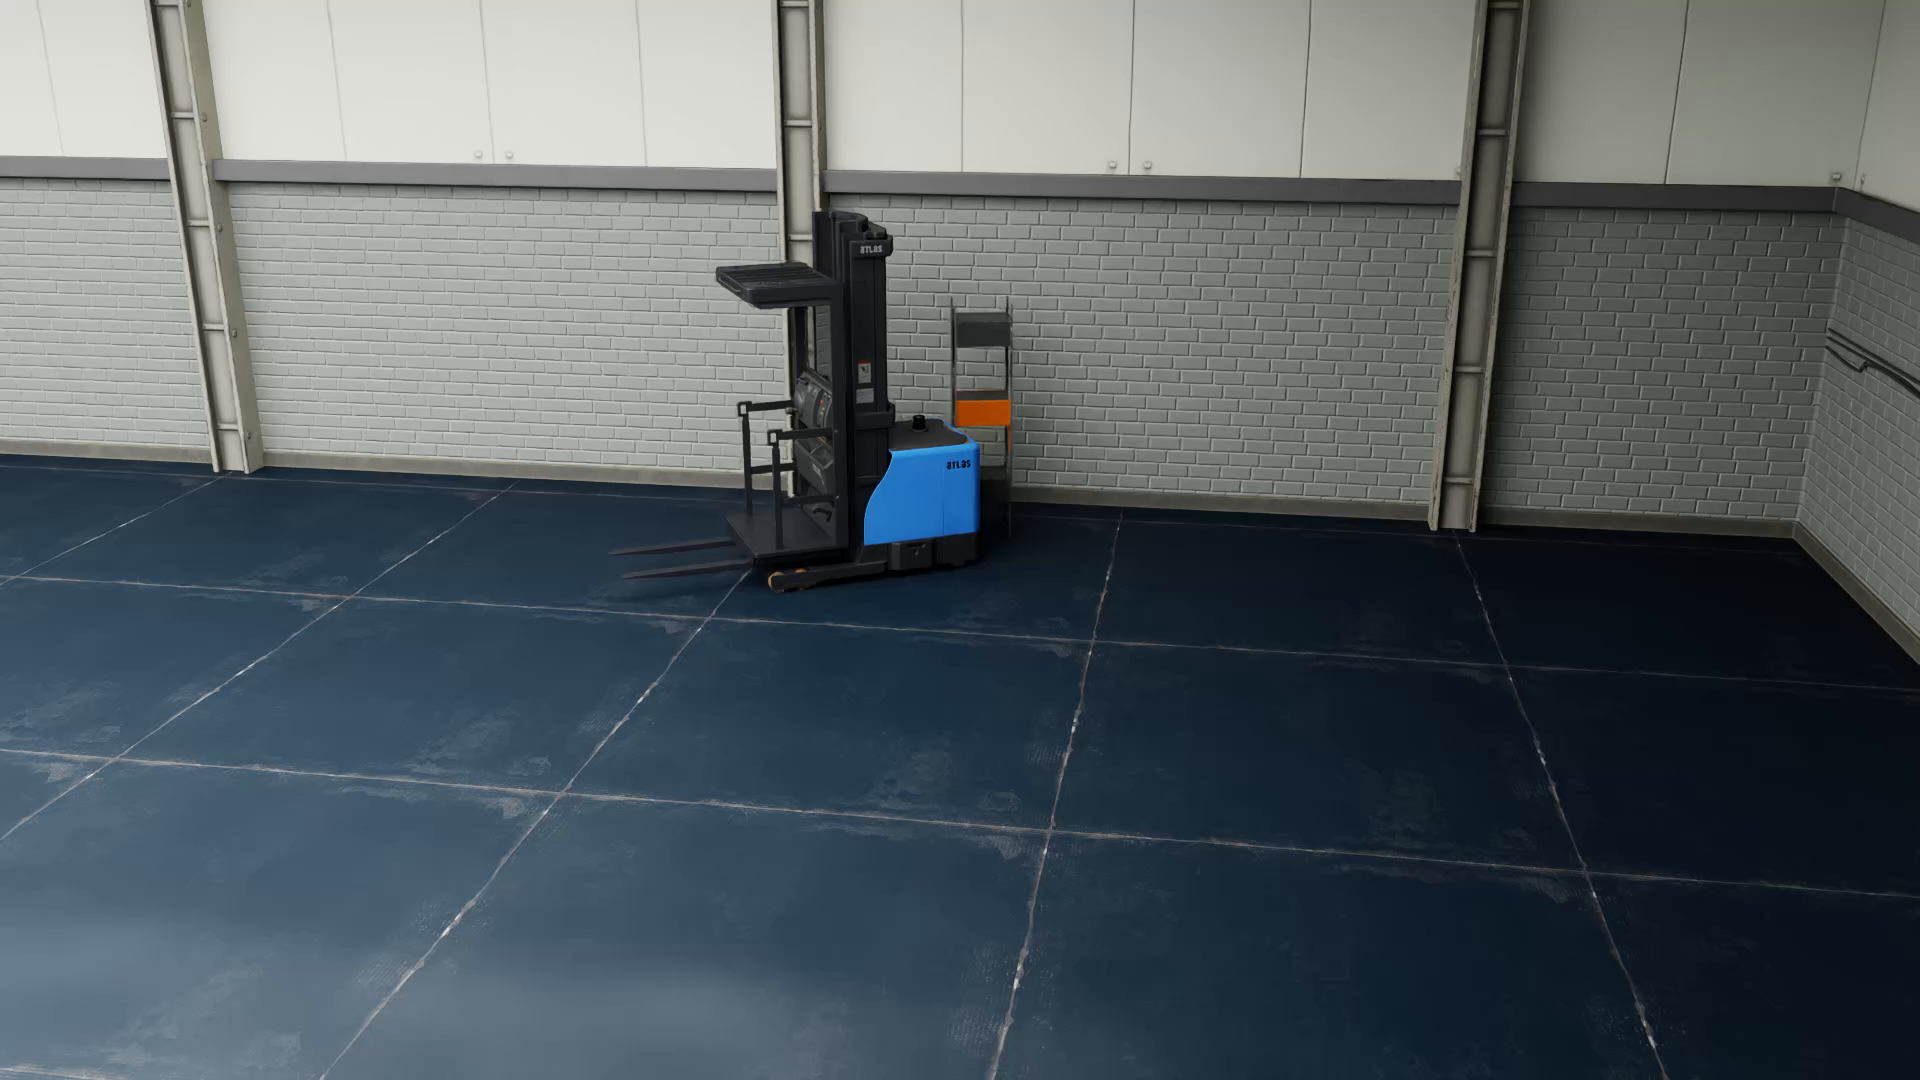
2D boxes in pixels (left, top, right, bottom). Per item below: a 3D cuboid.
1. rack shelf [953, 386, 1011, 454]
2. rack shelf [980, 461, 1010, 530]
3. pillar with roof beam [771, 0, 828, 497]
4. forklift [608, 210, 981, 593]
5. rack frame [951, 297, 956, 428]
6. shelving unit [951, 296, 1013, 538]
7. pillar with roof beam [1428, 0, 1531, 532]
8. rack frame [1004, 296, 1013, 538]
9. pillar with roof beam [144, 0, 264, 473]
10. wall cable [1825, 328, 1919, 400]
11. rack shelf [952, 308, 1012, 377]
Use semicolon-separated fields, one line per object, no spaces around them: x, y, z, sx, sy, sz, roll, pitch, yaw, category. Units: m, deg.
0.188;-1.060;14.706;0.480;0.518;0.431;-2;19;-5;rack shelf
0.188;-0.397;14.929;0.480;0.518;0.431;-2;19;-5;rack shelf
-2.118;-3.349;10.630;0.400;9.000;9.100;3;19;9;pillar with roof beam
-1.391;-1.151;13.624;3.031;2.935;1.130;-7;20;-20;forklift
-0.055;-1.067;14.682;0.015;2.100;0.400;-2;19;-5;rack frame
0.188;-1.073;14.702;0.503;2.100;0.431;-2;19;-5;shelving unit
3.806;-3.047;9.728;0.400;9.000;9.100;3;19;9;pillar with roof beam
0.431;-1.080;14.722;0.015;2.100;0.400;-2;19;-5;rack frame
-8.042;-3.651;11.533;0.400;9.000;9.100;3;19;9;pillar with roof beam
7.188;-2.361;12.570;0.112;2.526;3.097;3;19;9;wall cable
0.188;-1.724;14.484;0.480;0.518;0.431;-2;19;-5;rack shelf
